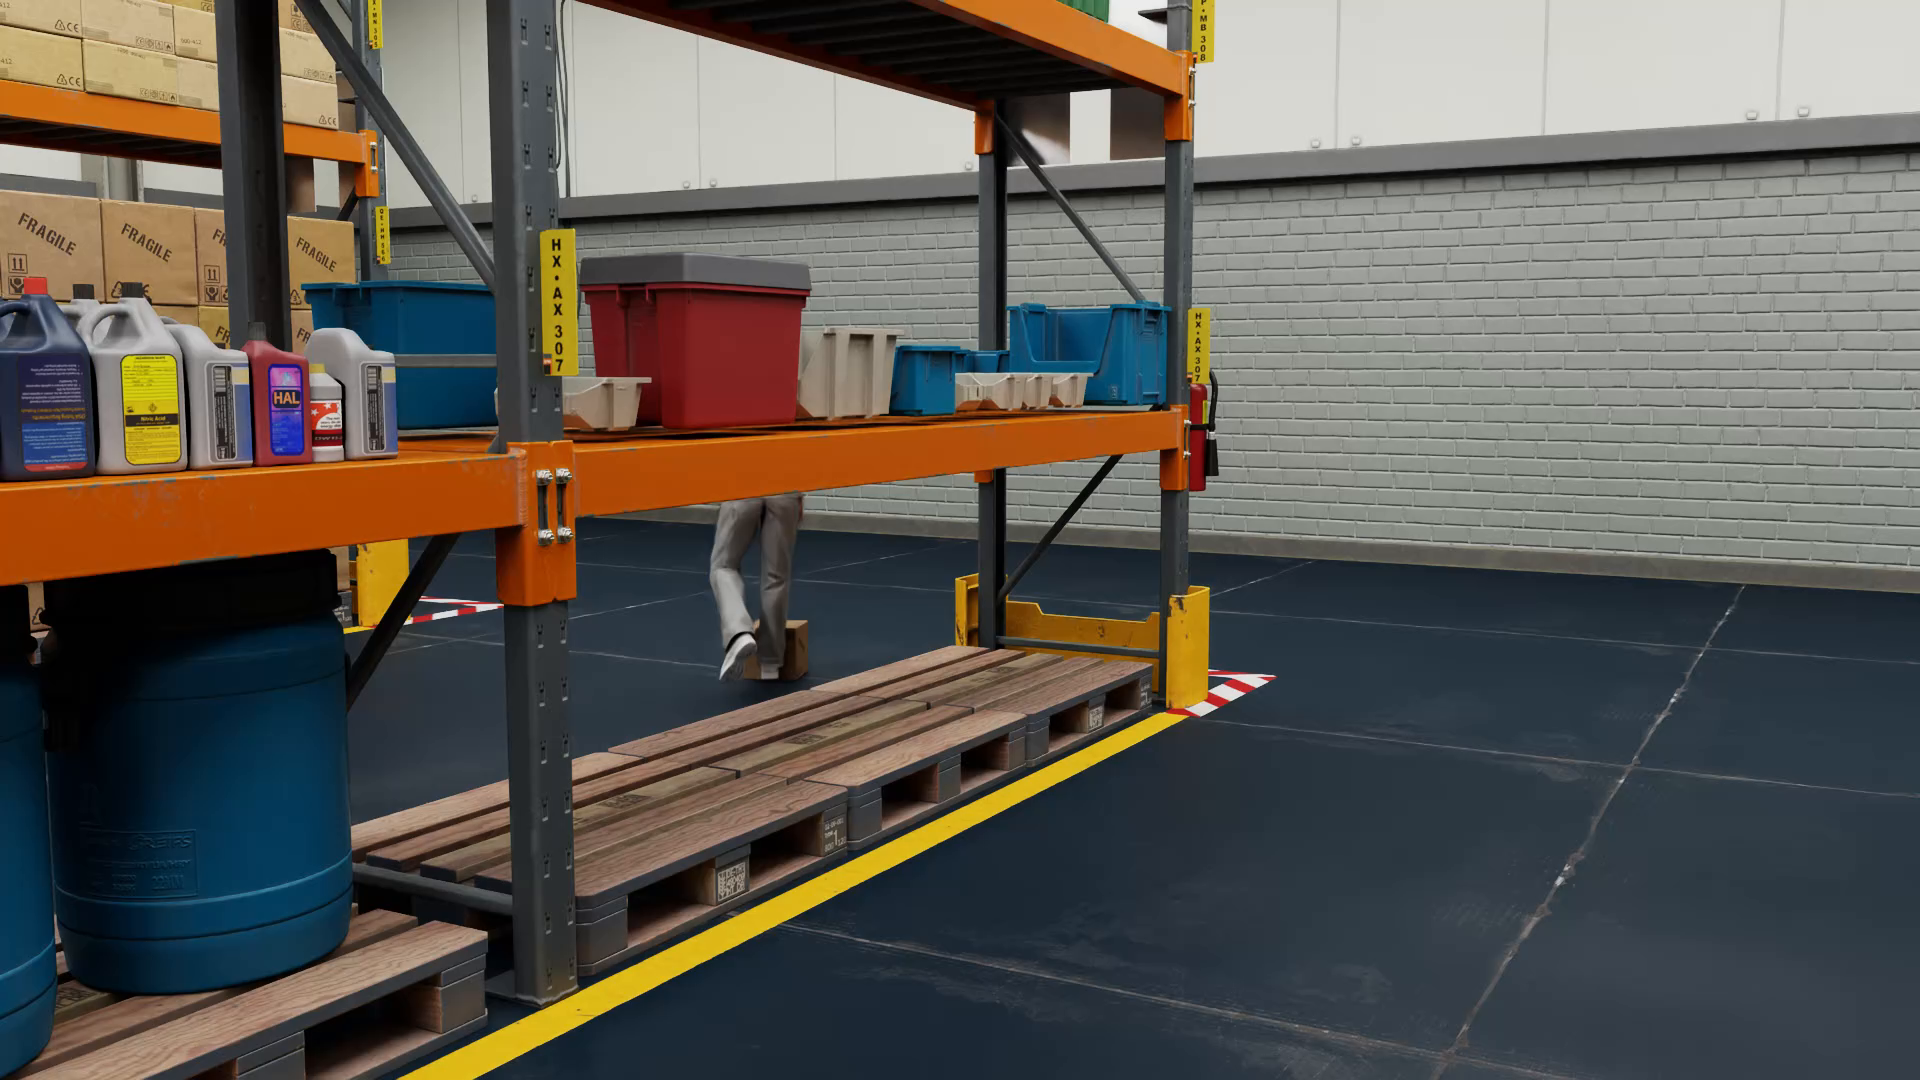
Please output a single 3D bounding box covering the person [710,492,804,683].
[{"bbox_3d":[-0.936,-0.167,7.764,0.472,1.663,0.571,-1,6,-7],"label":"person"}]
